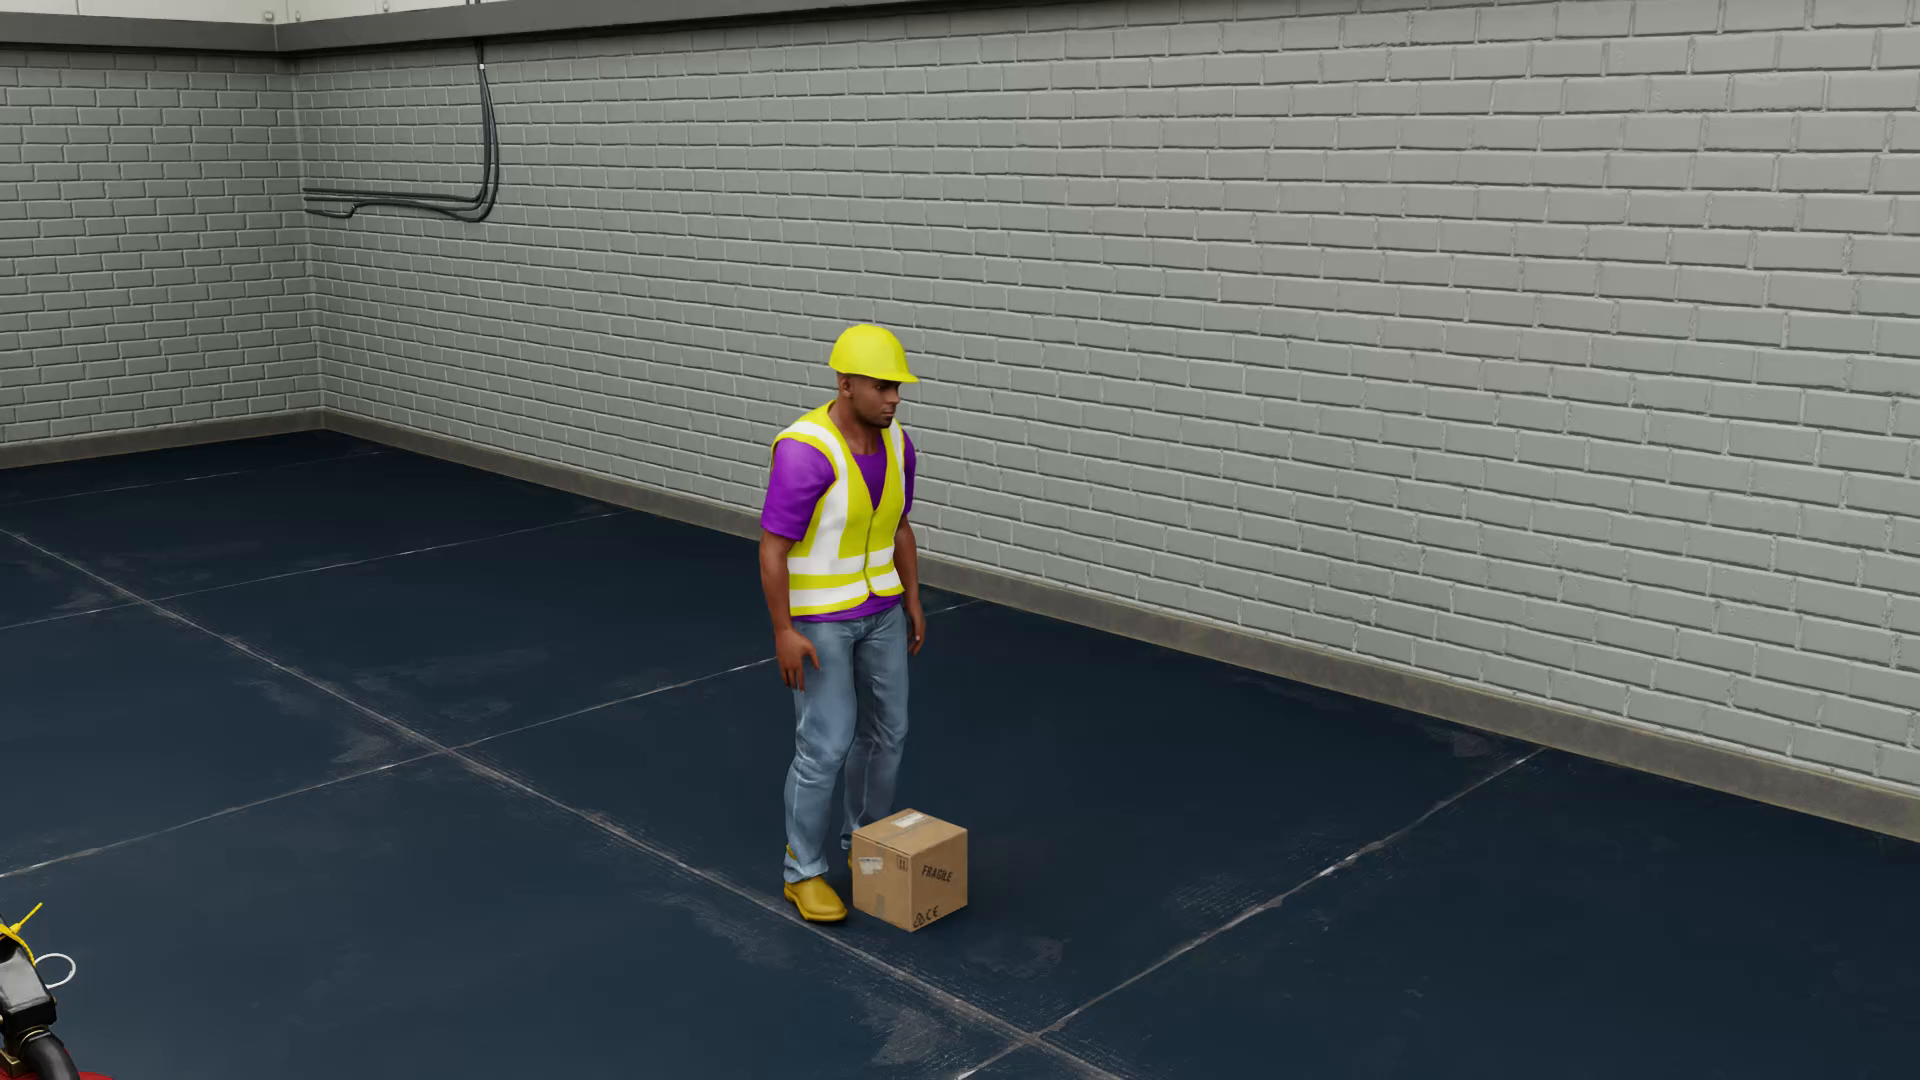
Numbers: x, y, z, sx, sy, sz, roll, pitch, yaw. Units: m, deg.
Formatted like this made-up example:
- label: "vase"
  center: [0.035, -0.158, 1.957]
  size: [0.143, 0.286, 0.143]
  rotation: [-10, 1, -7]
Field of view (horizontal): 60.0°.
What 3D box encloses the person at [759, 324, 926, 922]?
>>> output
- label: "person"
  center: [-0.325, 0.229, 5.015]
  size: [0.459, 1.759, 0.621]
  rotation: [12, 18, 40]
